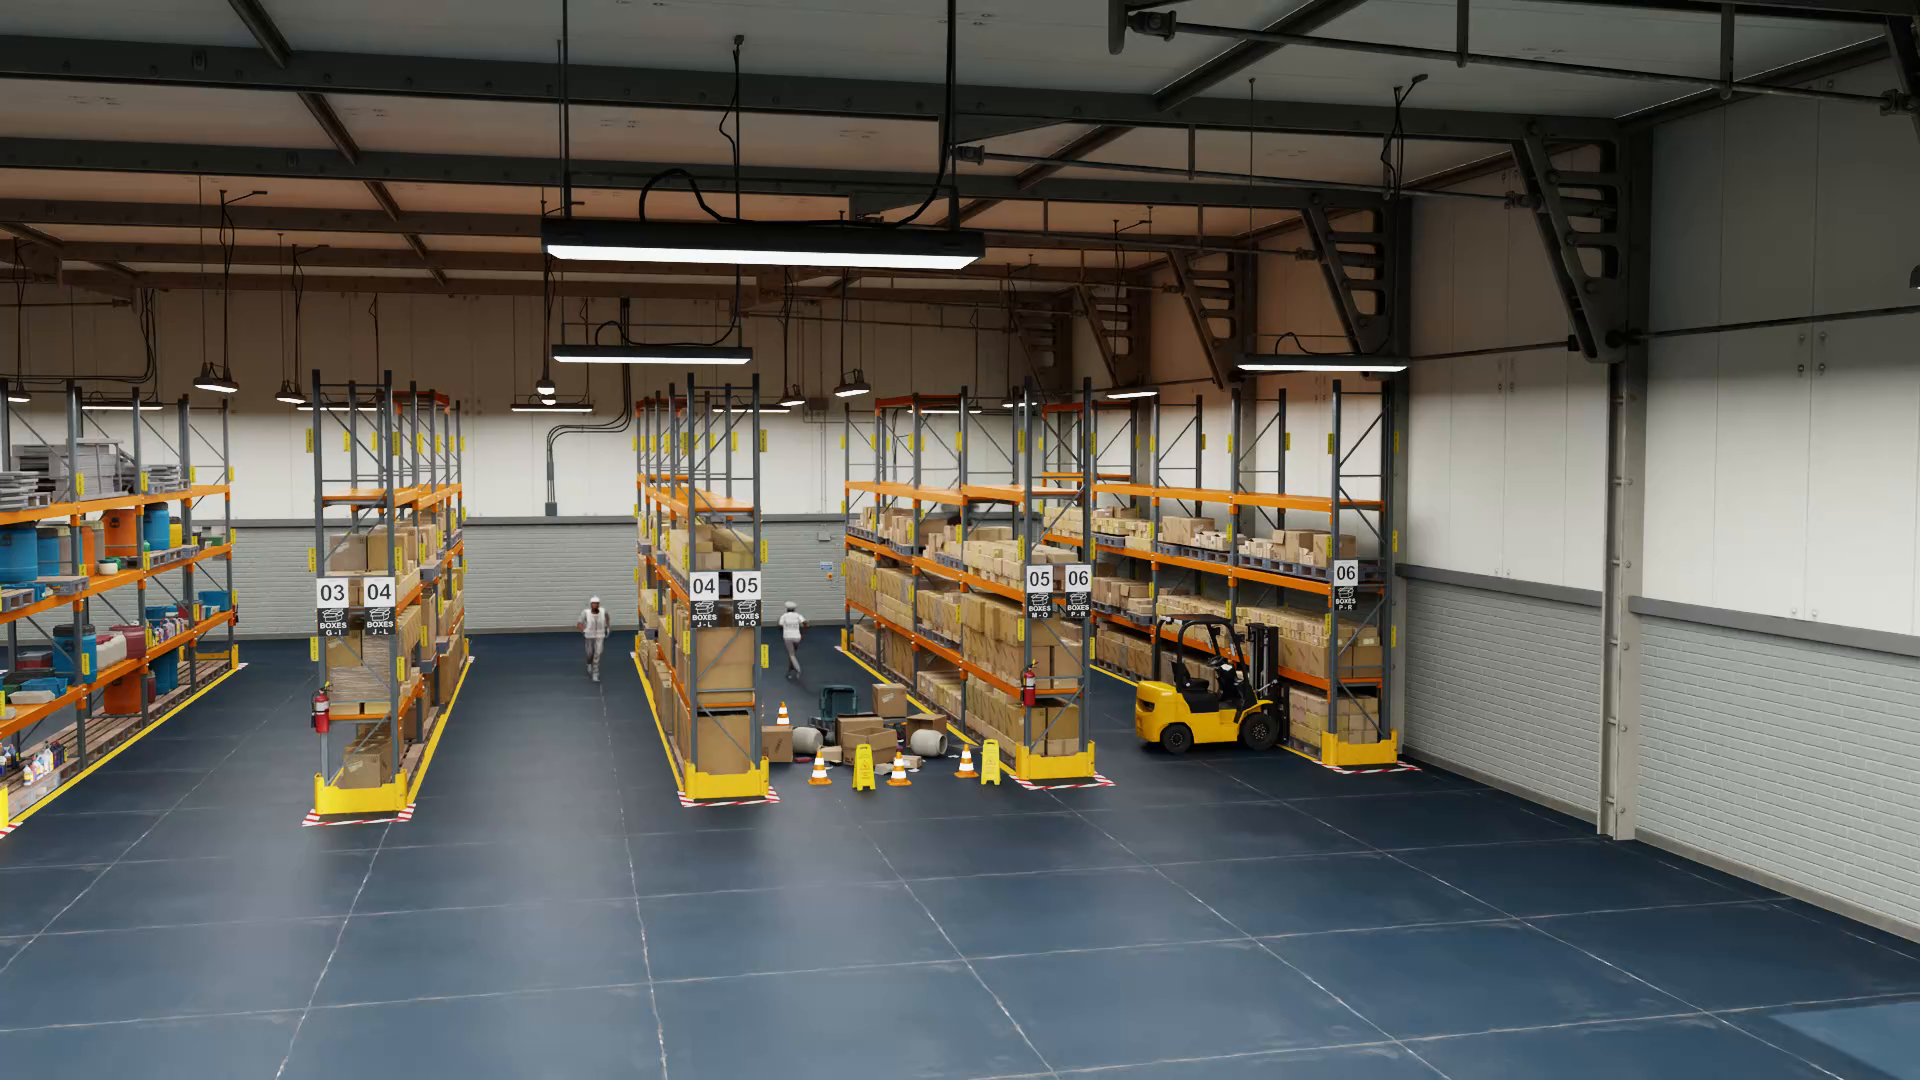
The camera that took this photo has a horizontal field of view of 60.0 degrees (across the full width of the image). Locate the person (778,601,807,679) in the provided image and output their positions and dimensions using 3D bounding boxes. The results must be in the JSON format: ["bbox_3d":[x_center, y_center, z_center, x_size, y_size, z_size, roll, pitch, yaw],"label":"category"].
[{"bbox_3d":[-3.516,2.162,35.032,0.581,1.686,1.057,-2,4,-25],"label":"person"}]

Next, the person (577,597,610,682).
[{"bbox_3d":[-7.769,2.081,35.310,0.707,1.771,1.006,-1,4,-21],"label":"person"}]
